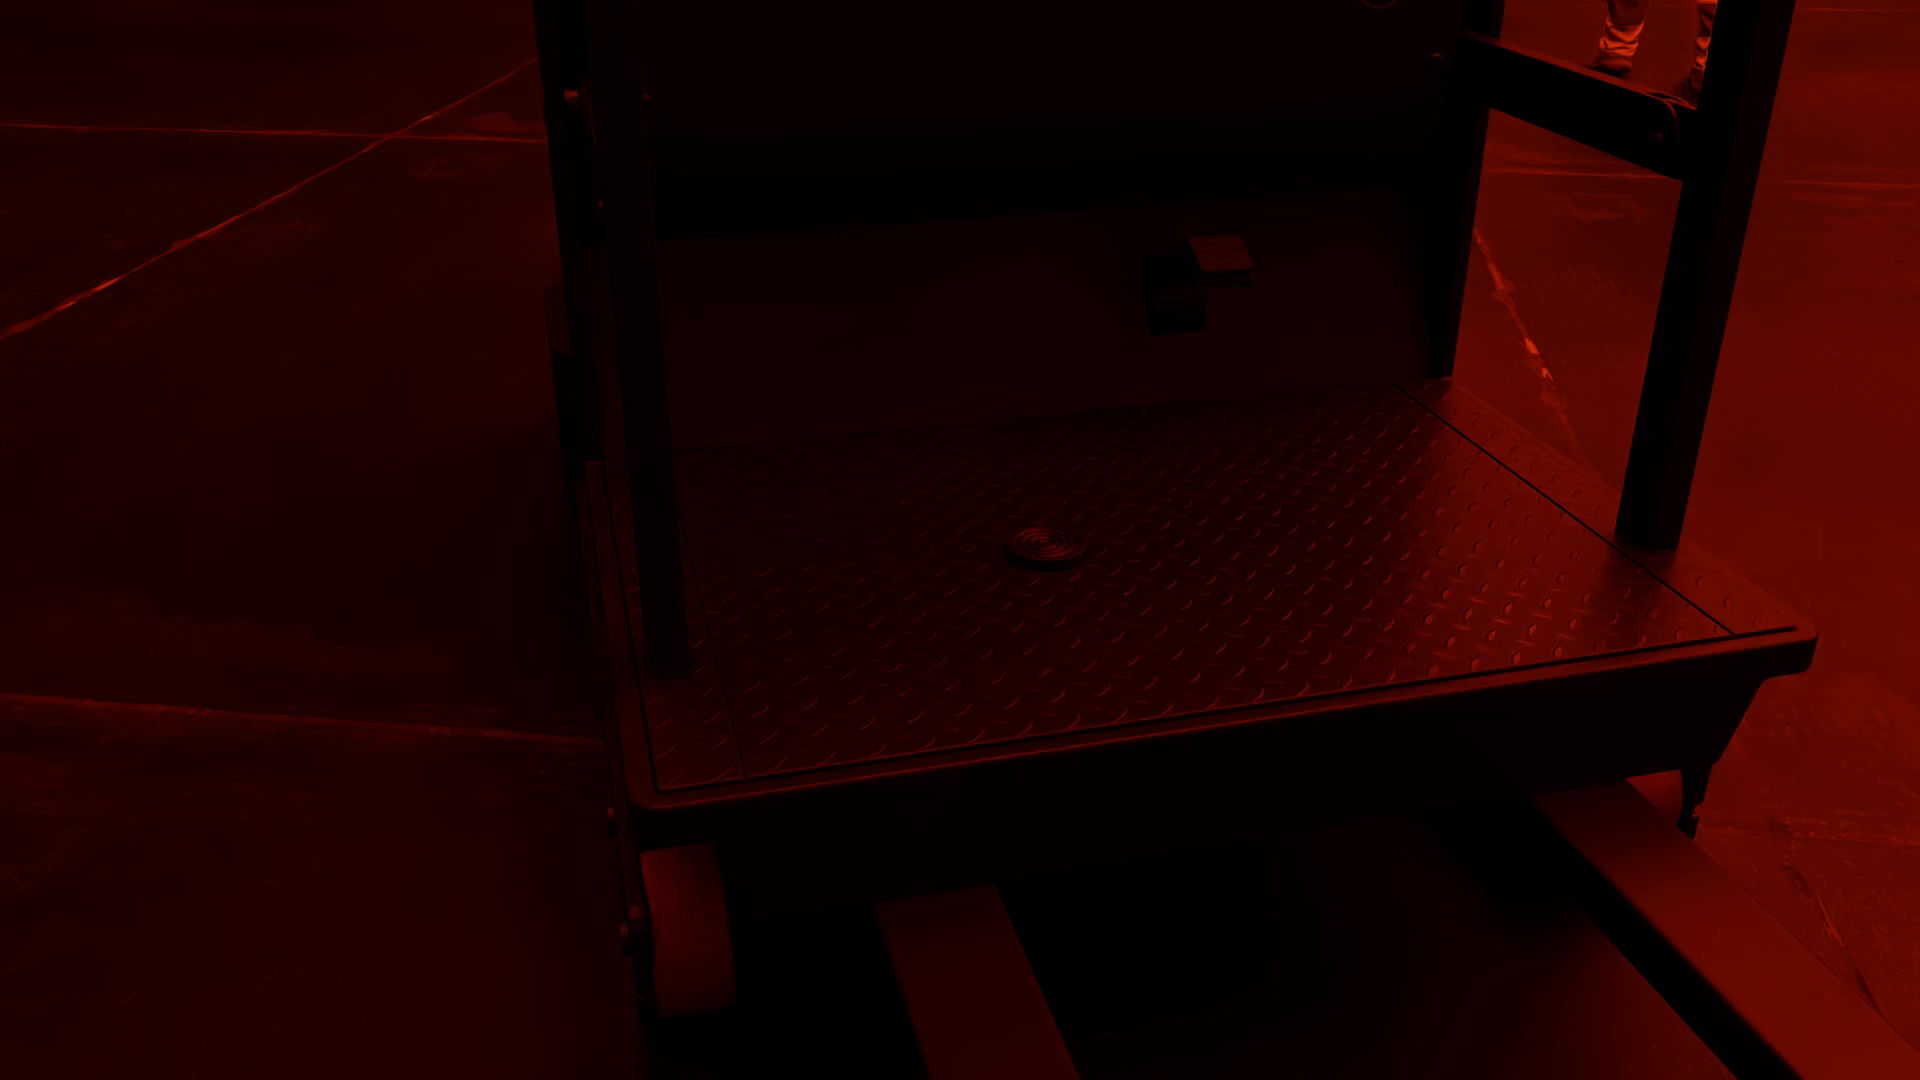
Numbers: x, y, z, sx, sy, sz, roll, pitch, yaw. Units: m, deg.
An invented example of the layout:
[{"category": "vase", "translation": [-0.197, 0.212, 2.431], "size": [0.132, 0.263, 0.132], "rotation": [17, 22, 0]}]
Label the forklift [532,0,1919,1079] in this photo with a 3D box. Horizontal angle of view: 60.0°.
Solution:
[{"category": "forklift", "translation": [0.153, -1.049, 1.319], "size": [1.130, 2.935, 3.031], "rotation": [-7, 27, -13]}]

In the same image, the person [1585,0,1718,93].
[{"category": "person", "translation": [2.409, -2.337, 5.249], "size": [0.629, 1.819, 0.513], "rotation": [9, 28, 17]}]
